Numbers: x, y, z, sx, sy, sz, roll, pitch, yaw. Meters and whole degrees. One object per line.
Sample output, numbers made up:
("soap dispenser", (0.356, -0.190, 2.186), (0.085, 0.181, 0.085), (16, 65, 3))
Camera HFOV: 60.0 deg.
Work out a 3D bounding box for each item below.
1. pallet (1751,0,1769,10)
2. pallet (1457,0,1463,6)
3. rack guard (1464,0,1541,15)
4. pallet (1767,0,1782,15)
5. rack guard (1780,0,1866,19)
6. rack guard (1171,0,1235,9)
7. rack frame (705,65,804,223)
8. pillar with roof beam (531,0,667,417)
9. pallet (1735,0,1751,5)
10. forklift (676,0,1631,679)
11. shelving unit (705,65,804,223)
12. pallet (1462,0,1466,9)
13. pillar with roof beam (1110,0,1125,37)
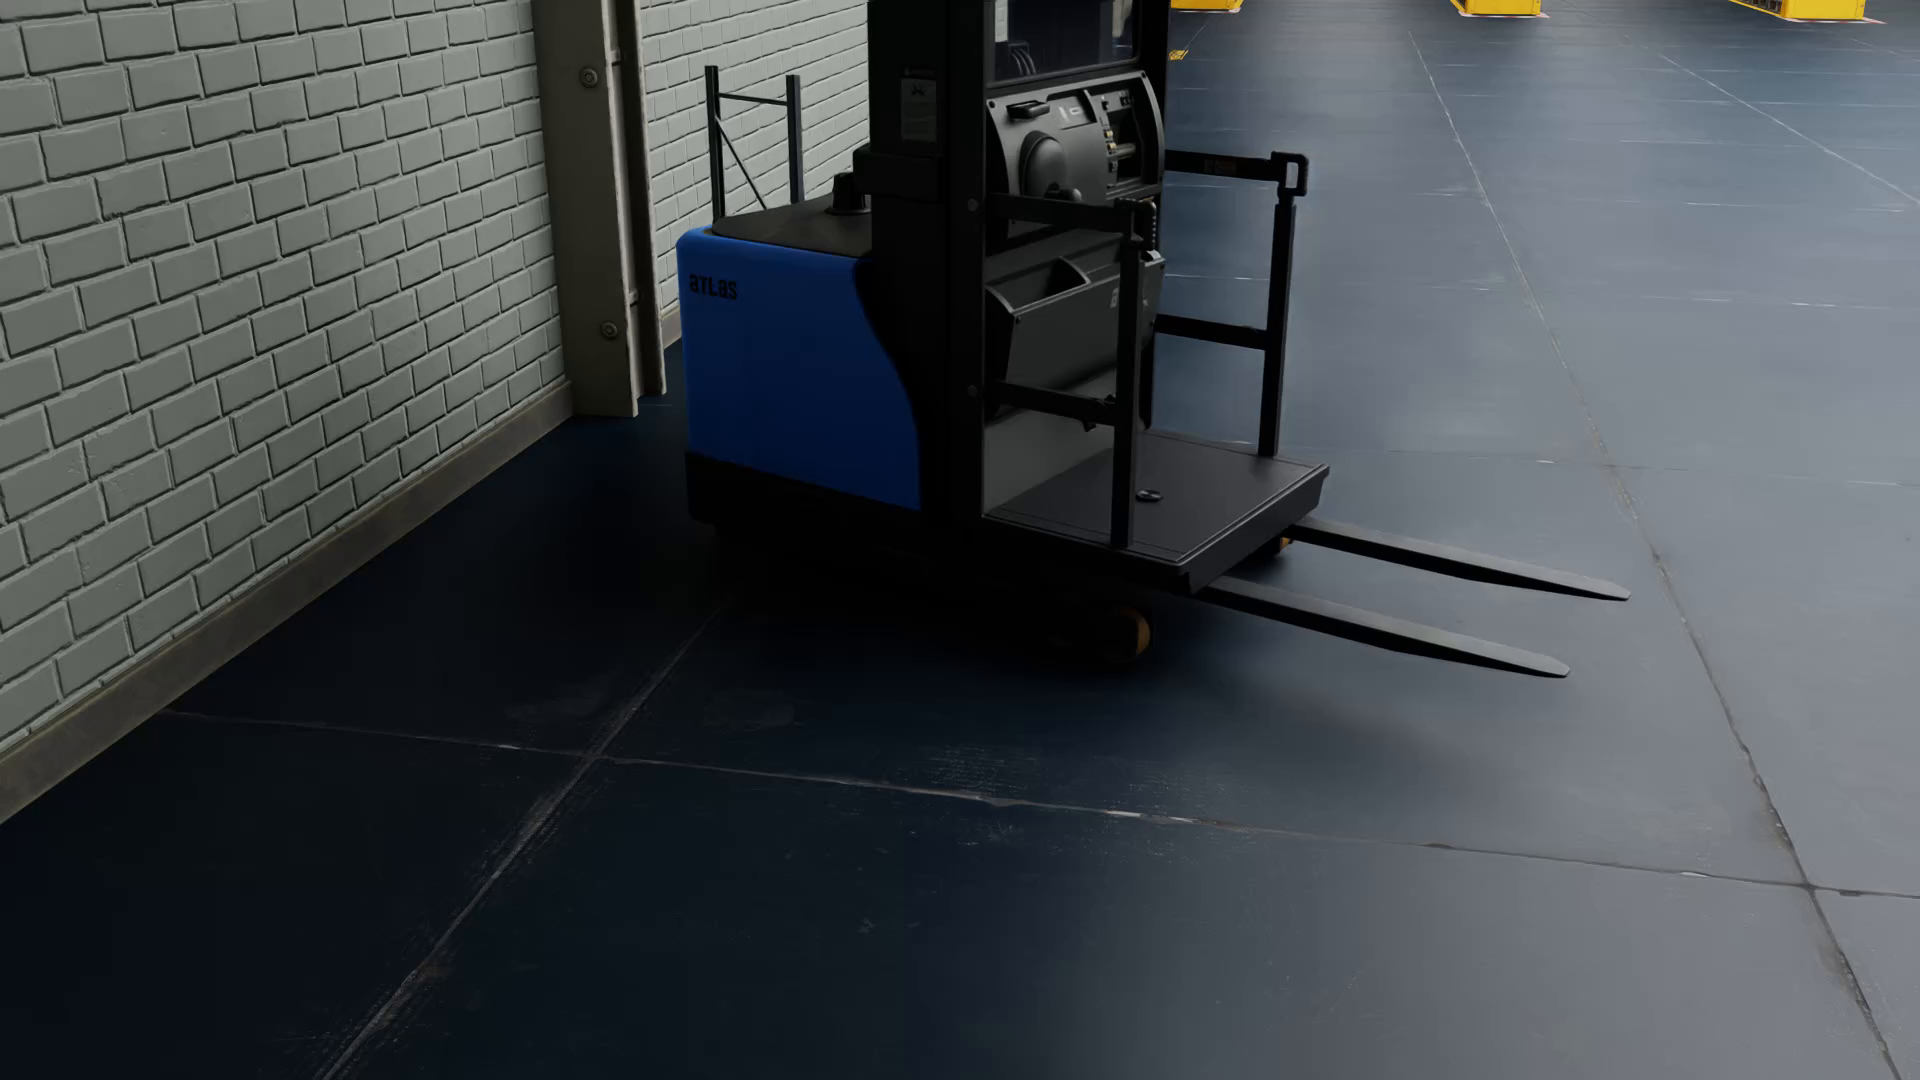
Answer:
("pallet", (14.174, -9.183, 28.373), (1.003, 0.211, 1.213), (4, 22, 11))
("pallet", (9.301, -9.517, 29.201), (1.003, 0.211, 1.213), (4, 22, 11))
("rack guard", (8.929, -8.914, 27.319), (1.175, 0.500, 0.348), (4, 22, 11))
("pallet", (13.923, -8.738, 27.268), (1.003, 0.211, 1.213), (4, 22, 11))
("rack guard", (13.752, -8.576, 26.478), (1.175, 0.500, 0.348), (4, 22, 11))
("rack guard", (4.100, -9.327, 28.344), (1.175, 0.500, 0.348), (4, 22, 11))
("rack frame", (-0.773, -1.044, 6.438), (0.500, 1.500, 0.032), (19, 29, 39))
("pillar with roof beam", (2.697, -4.458, 4.878), (9.100, 9.000, 0.400), (4, 22, 11))
("pallet", (14.421, -9.631, 29.484), (1.003, 0.211, 1.213), (4, 22, 11))
("forklift", (0.537, -1.219, 4.958), (3.031, 2.935, 1.130), (15, 26, 32))
("shelving unit", (-0.431, -1.184, 6.787), (0.538, 1.500, 1.048), (19, 29, 39))
("pallet", (9.049, -9.072, 28.097), (1.003, 0.211, 1.213), (4, 22, 11))
("pillar with roof beam", (6.370, -11.041, 21.223), (9.100, 9.000, 0.400), (4, 22, 11))
